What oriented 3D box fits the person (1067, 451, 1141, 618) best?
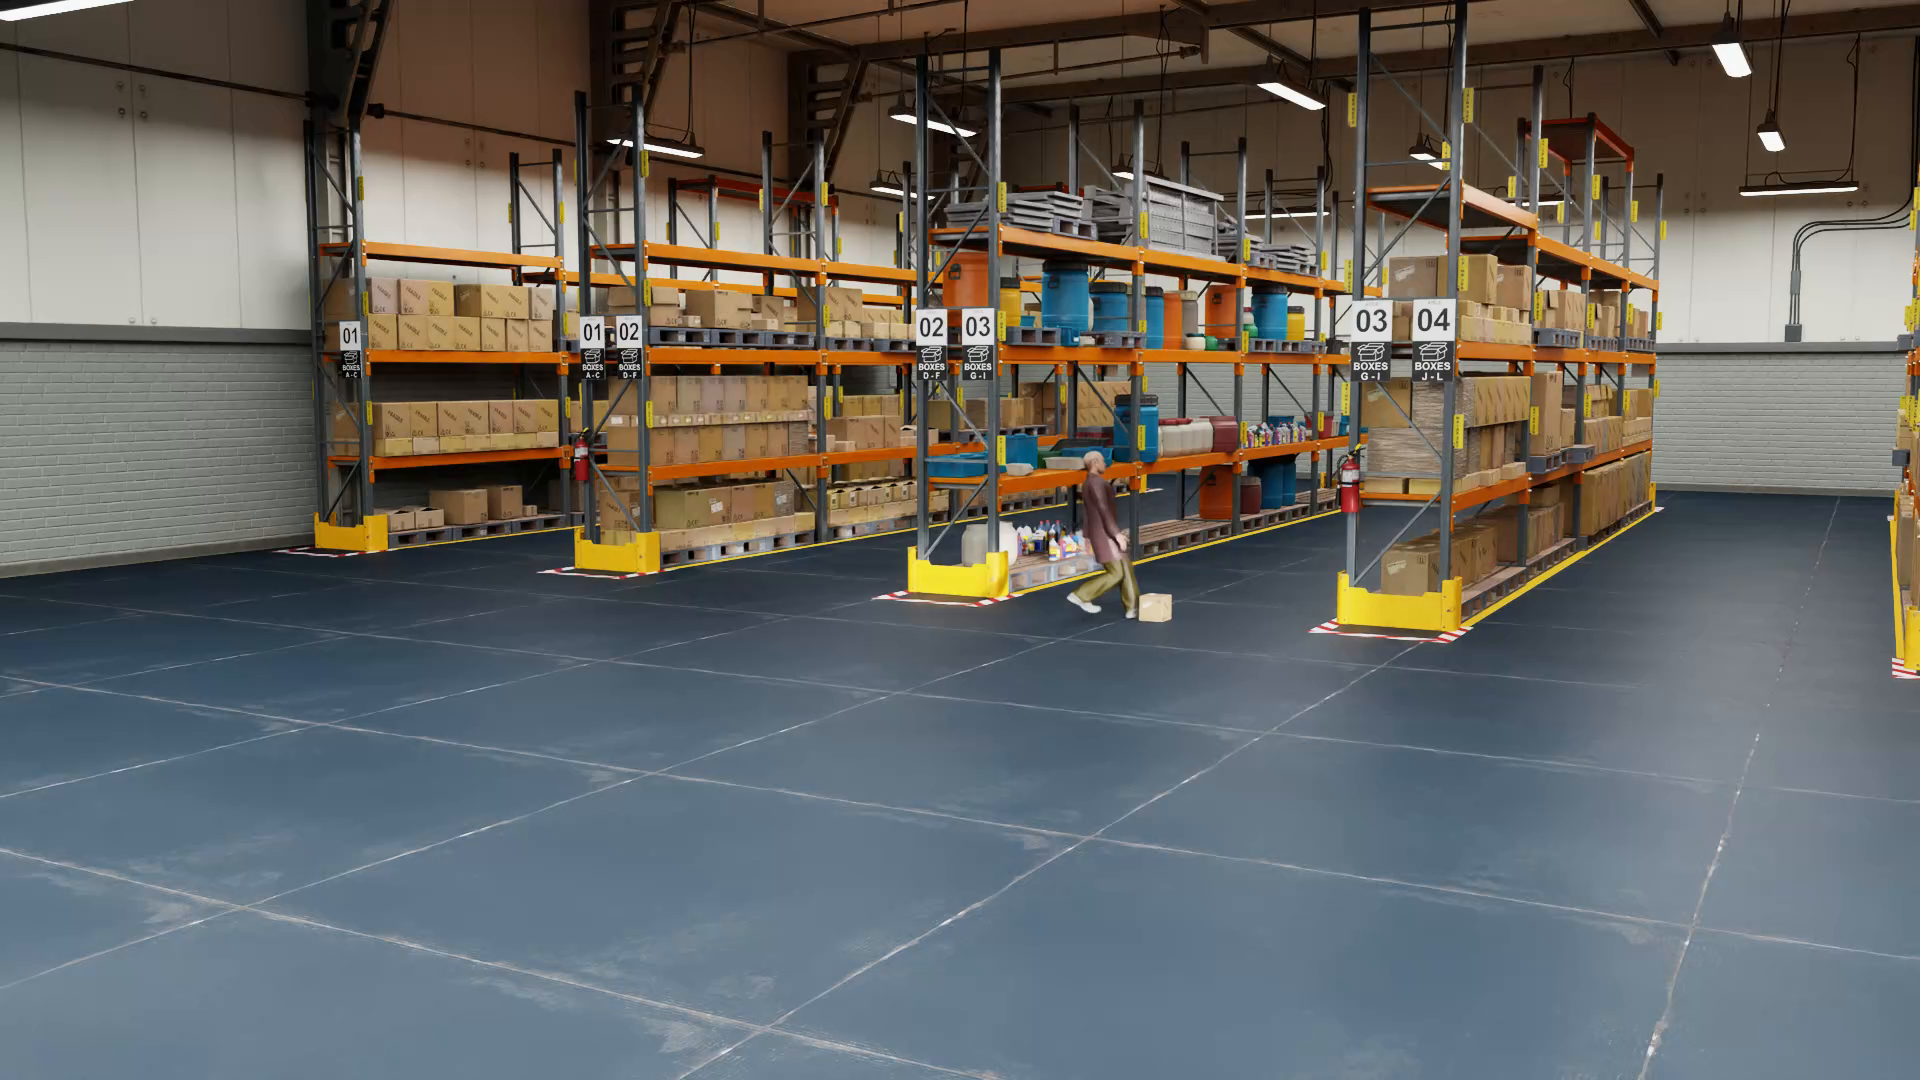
[{"bbox_3d":[1.565,-0.045,16.845,0.987,1.705,0.647,0,6,-4],"label":"person"}]
